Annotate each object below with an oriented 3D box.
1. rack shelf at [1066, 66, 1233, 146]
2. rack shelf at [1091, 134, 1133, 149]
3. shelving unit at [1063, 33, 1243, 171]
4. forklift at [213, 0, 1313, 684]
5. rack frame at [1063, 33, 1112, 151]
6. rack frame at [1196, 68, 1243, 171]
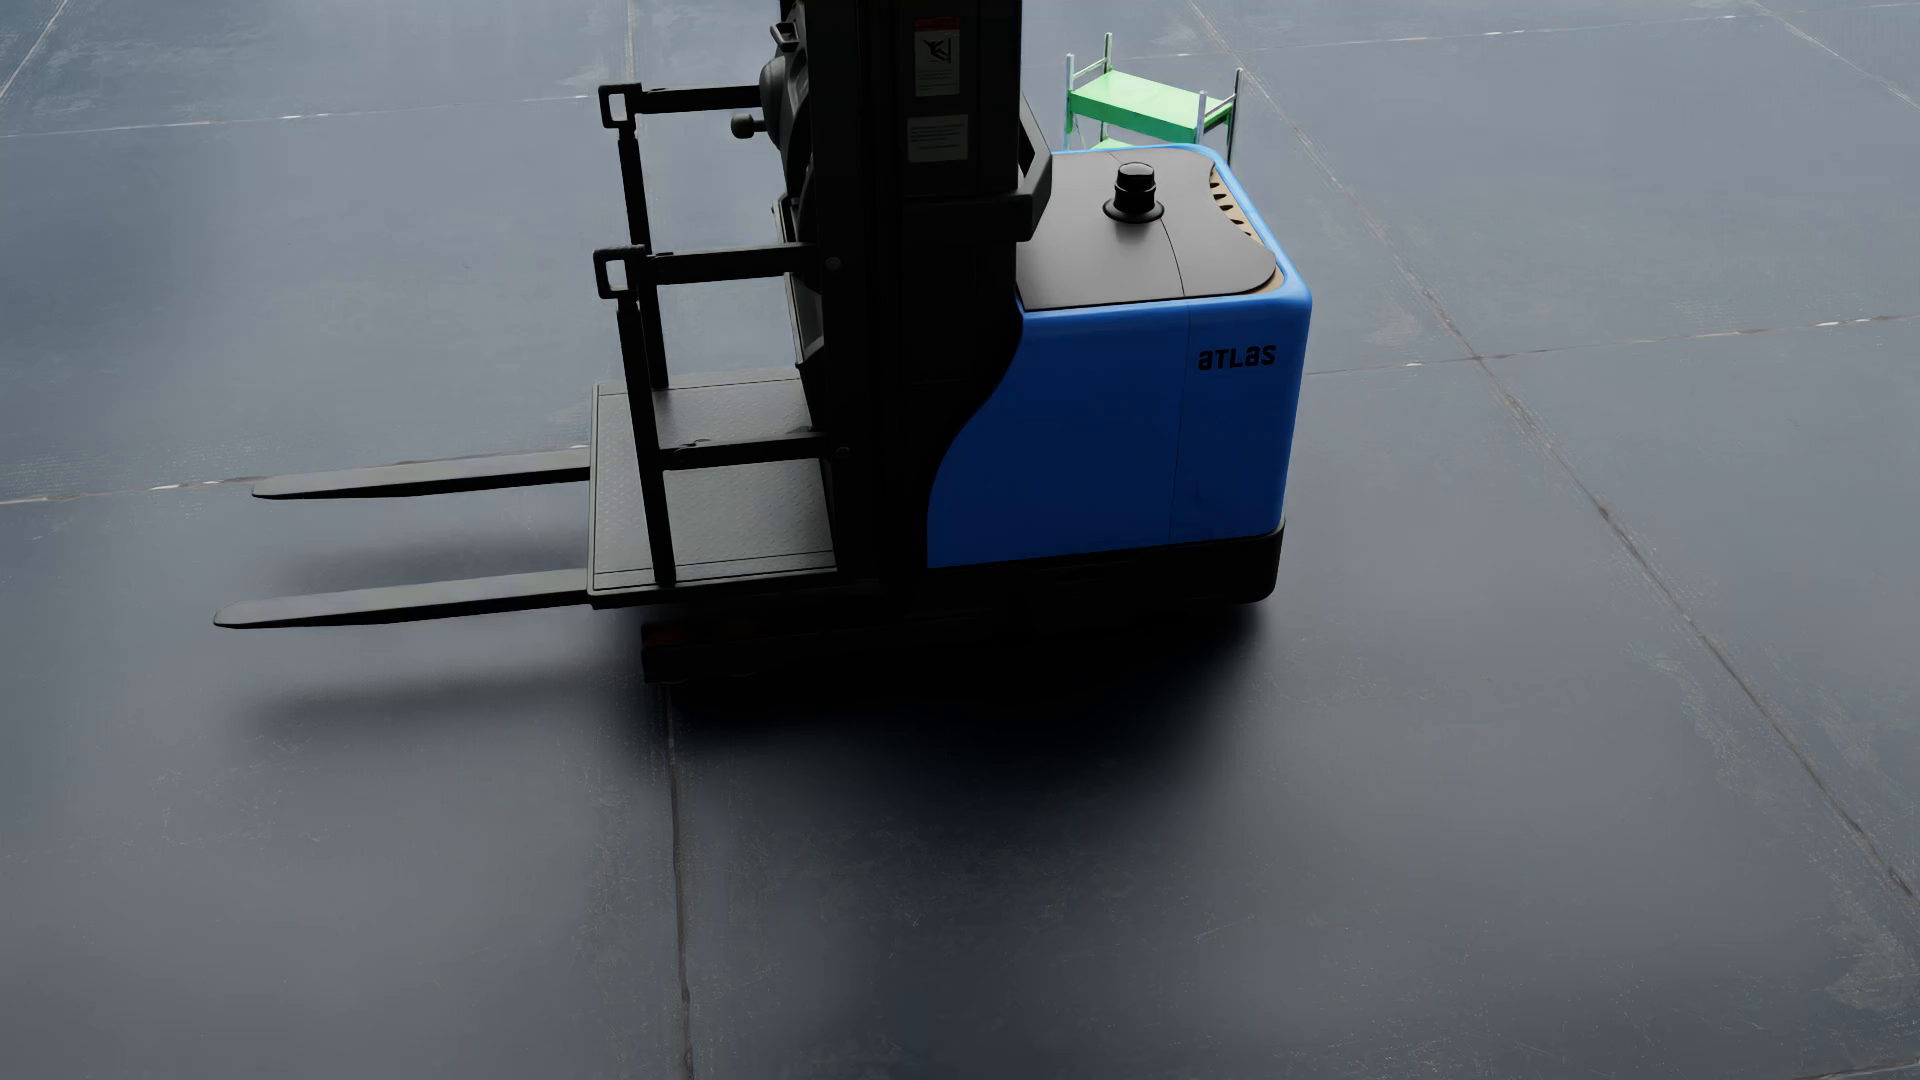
[{"bbox_3d":[0.611,-1.358,5.341,0.480,0.148,0.258,25,44,29],"label":"rack shelf"},{"bbox_3d":[0.611,-1.168,5.488,0.480,0.148,0.258,25,44,29],"label":"rack shelf"},{"bbox_3d":[0.611,-1.029,5.596,0.503,1.200,0.258,25,44,29],"label":"shelving unit"},{"bbox_3d":[-0.619,-1.097,4.273,3.031,2.935,1.130,-6,38,-7],"label":"forklift"},{"bbox_3d":[0.417,-1.120,5.714,0.015,1.200,0.240,25,44,29],"label":"rack frame"},{"bbox_3d":[0.805,-0.938,5.479,0.015,1.200,0.240,25,44,29],"label":"rack frame"}]
